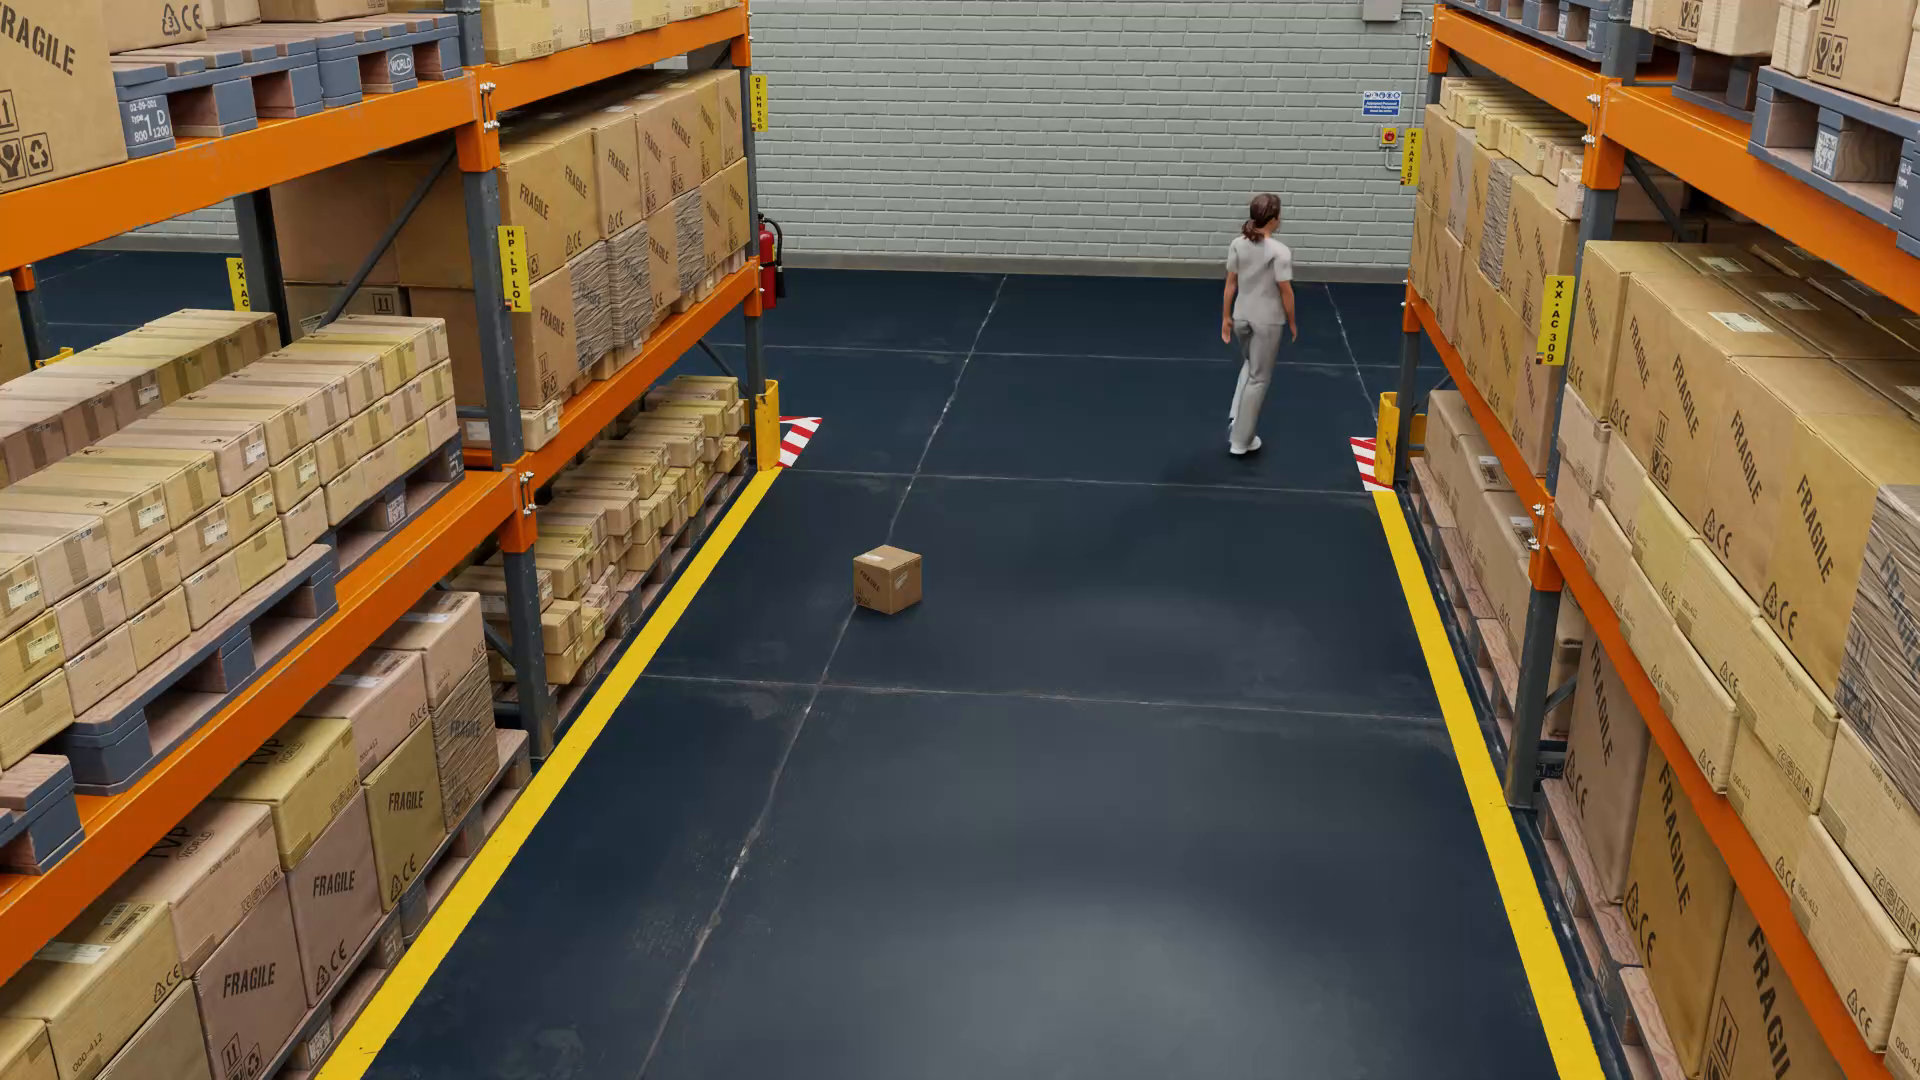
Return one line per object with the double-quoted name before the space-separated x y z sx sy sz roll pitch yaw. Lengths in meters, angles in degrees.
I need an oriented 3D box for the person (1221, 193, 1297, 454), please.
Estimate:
"person" 1.926 -1.356 10.575 0.461 1.701 0.476 20 29 41
